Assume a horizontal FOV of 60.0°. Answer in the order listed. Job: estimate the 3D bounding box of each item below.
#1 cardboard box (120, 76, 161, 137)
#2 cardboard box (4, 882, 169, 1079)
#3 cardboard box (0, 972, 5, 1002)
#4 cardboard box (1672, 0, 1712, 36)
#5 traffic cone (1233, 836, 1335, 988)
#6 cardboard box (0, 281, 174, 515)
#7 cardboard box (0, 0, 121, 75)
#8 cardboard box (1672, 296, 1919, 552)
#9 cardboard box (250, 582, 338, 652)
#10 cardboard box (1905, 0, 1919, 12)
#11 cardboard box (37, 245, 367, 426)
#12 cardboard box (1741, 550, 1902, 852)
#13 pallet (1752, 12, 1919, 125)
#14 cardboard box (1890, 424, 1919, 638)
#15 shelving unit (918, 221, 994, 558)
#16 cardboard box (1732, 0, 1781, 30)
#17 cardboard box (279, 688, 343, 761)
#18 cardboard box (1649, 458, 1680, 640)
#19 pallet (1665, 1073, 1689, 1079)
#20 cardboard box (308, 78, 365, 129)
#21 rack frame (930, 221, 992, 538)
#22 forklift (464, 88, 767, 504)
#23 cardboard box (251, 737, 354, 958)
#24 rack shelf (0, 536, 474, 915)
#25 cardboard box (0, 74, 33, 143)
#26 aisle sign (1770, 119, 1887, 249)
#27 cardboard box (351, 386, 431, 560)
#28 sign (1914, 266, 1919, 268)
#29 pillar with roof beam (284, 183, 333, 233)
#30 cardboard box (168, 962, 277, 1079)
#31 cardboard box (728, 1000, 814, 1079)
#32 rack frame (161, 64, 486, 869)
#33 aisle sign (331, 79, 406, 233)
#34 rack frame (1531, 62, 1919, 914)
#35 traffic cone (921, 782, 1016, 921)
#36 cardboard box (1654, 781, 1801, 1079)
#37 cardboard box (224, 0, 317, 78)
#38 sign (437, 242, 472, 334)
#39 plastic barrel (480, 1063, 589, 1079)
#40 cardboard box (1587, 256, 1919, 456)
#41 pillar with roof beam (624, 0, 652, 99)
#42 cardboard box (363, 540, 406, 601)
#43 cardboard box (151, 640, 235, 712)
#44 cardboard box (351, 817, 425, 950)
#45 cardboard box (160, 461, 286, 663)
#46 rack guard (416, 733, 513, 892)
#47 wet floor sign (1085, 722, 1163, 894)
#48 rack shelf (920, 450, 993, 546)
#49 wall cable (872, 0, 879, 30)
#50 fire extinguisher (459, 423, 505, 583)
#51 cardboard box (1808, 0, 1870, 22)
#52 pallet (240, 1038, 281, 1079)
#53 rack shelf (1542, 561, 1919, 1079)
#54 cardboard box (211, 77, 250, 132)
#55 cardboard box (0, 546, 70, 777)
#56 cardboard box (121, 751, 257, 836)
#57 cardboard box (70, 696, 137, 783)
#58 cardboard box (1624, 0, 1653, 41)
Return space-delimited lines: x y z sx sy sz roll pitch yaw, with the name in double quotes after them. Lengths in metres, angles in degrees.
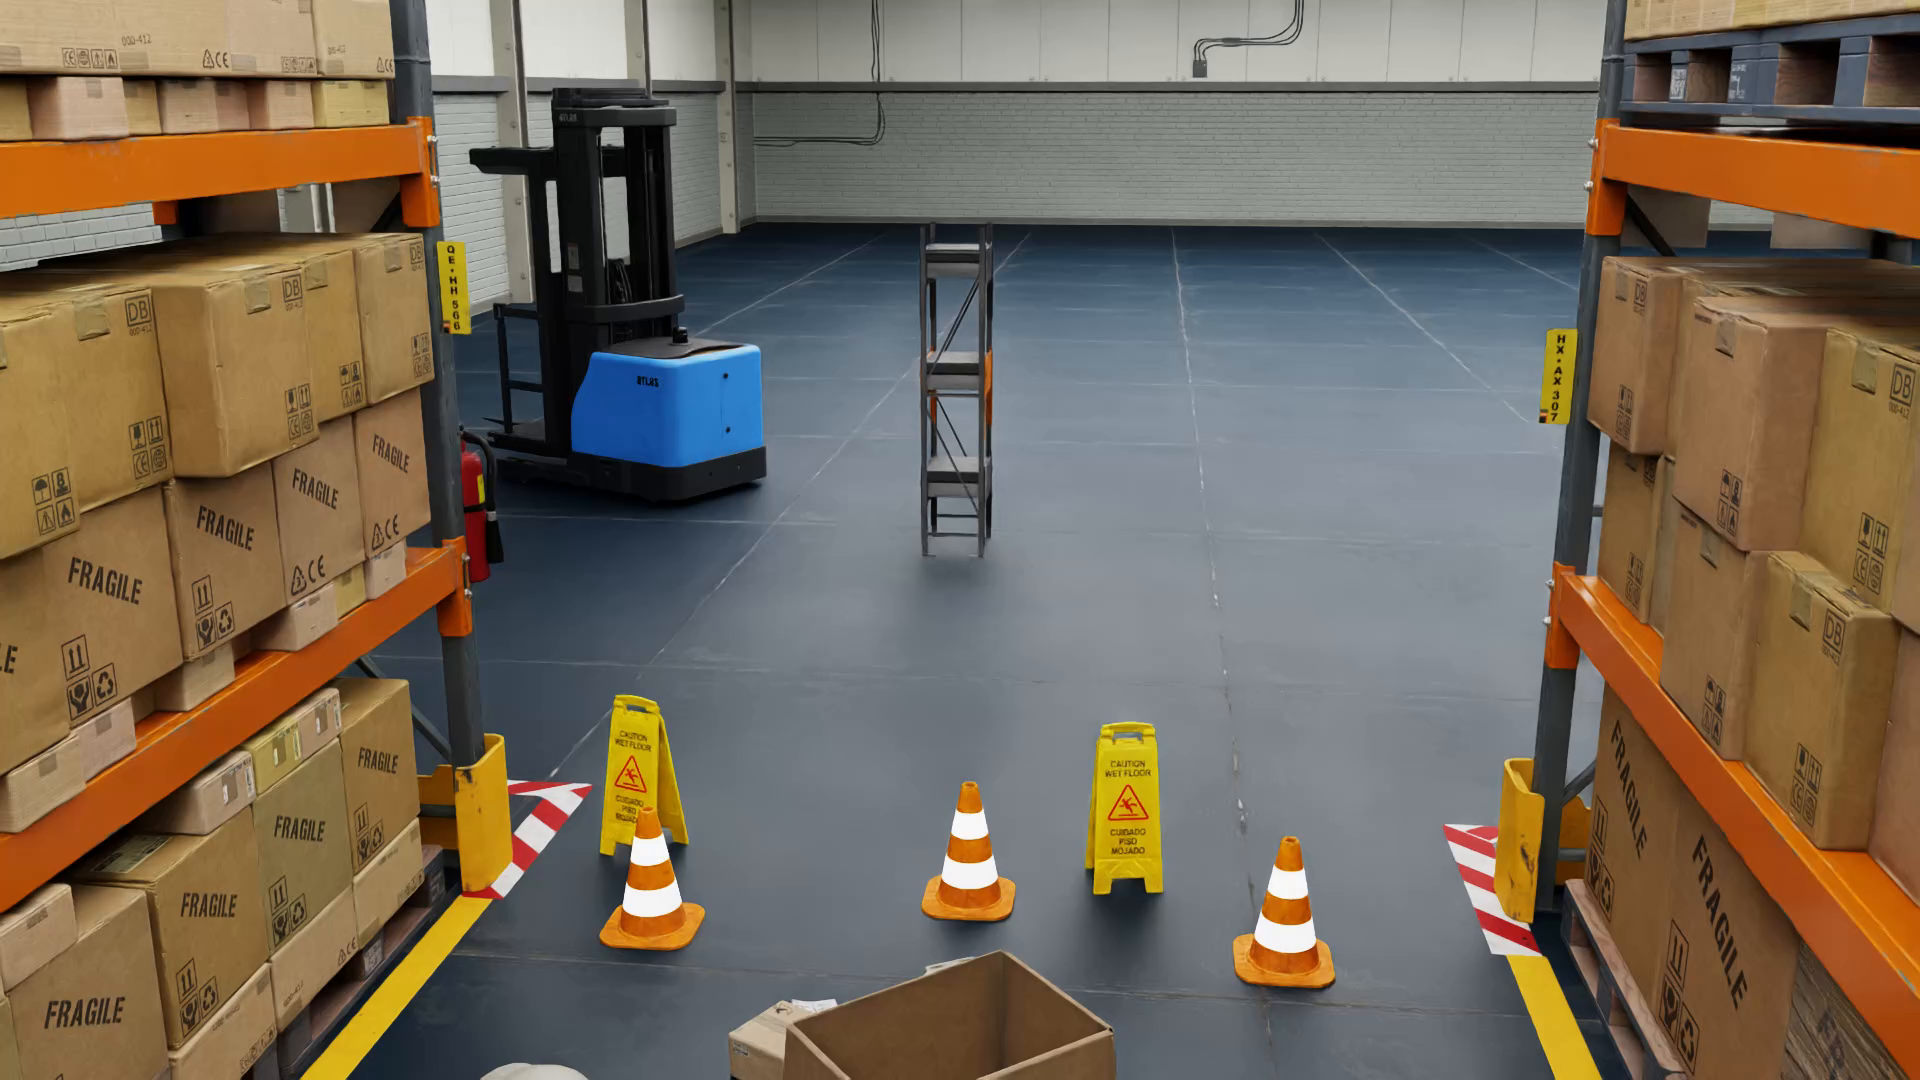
-2.276 -1.097 4.207 0.380 0.149 0.250 1 15 5 "cardboard box"
-2.349 1.179 4.081 0.500 0.500 0.500 3 15 9 "cardboard box"
-2.328 0.976 3.591 0.380 0.149 0.250 2 15 8 "cardboard box"
2.175 -1.450 4.516 0.380 0.149 0.250 2 15 6 "cardboard box"
1.118 1.238 5.698 0.336 0.463 0.334 2 15 6 "traffic cone"
-2.396 -0.346 4.019 0.700 0.500 0.500 2 15 6 "cardboard box"
-2.297 -1.185 3.767 0.500 0.250 0.500 2 15 7 "cardboard box"
2.340 -0.295 4.149 0.875 0.550 0.550 2 15 6 "cardboard box"
-2.138 0.225 5.065 0.380 0.149 0.250 2 15 7 "cardboard box"
2.003 -1.057 3.064 0.380 0.149 0.250 2 15 6 "cardboard box"
-2.246 -0.607 4.983 0.700 0.500 0.500 2 15 7 "cardboard box"
2.345 0.366 3.775 0.875 0.550 0.500 2 15 6 "cardboard box"
2.380 -0.978 3.455 1.003 0.211 1.213 2 15 6 "pallet"
2.357 -0.016 3.117 0.875 0.550 0.550 2 15 6 "cardboard box"
-0.019 -0.971 10.729 0.431 2.100 0.503 2 15 6 "shelving unit"
2.118 -1.319 4.032 0.380 0.149 0.250 2 15 6 "cardboard box"
-2.147 0.560 5.129 0.380 0.149 0.250 2 15 8 "cardboard box"
2.552 0.086 4.811 0.875 0.550 0.550 2 15 6 "cardboard box"
2.436 1.789 4.143 1.003 0.211 1.213 2 15 6 "pallet"
-2.099 -1.363 5.190 0.380 0.149 0.250 2 15 7 "cardboard box"
0.009 -1.034 10.963 0.400 2.100 0.015 2 15 6 "rack frame"
-2.979 -1.957 12.783 3.031 2.935 1.130 10 18 33 "forklift"
-2.228 0.911 5.072 0.500 0.500 0.500 2 15 8 "cardboard box"
-2.567 0.664 4.339 1.077 0.370 4.000 2 15 6 "rack shelf"
-2.338 -0.966 3.722 0.380 0.149 0.250 2 15 7 "cardboard box"
2.895 -1.347 5.417 0.394 0.787 0.004 2 15 6 "aisle sign"
-2.128 -0.245 5.561 0.500 0.500 0.500 1 15 5 "cardboard box"
3.126 -0.736 5.467 0.100 0.325 0.005 2 15 6 "sign"
-2.616 -6.075 16.389 9.100 9.000 0.400 2 15 6 "pillar with roof beam"
-2.285 1.410 4.664 0.500 0.250 0.500 1 15 4 "cardboard box"
-0.482 1.573 5.059 0.380 0.149 0.250 11 19 35 "cardboard box"
-2.341 -0.202 6.163 1.000 3.000 0.127 2 15 6 "rack frame"
-2.046 -1.465 5.852 0.394 0.787 0.004 2 15 6 "aisle sign"
2.589 -0.083 5.721 1.000 3.000 0.127 2 15 6 "rack frame"
0.034 1.116 6.147 0.336 0.463 0.334 2 15 6 "traffic cone"
2.481 1.146 4.442 0.875 0.875 0.875 1 15 5 "cardboard box"
-2.202 -1.451 4.751 0.500 0.250 0.500 1 15 5 "cardboard box"
-1.792 -0.892 5.891 0.100 0.325 0.005 2 15 6 "sign"
-1.070 1.622 4.354 0.421 0.421 0.512 -14 20 -42 "plastic barrel"
2.509 -0.581 5.209 0.875 0.550 0.550 2 15 6 "cardboard box"
-1.262 -9.187 27.899 9.100 9.000 0.400 2 15 6 "pillar with roof beam"
-2.089 0.091 5.559 0.380 0.149 0.250 2 15 6 "cardboard box"
-2.245 0.356 4.580 0.380 0.149 0.250 2 15 6 "cardboard box"
-2.168 1.146 5.640 0.500 0.250 0.500 2 15 6 "cardboard box"
-2.249 0.014 4.602 0.500 0.500 0.500 2 15 6 "cardboard box"
-2.349 1.024 6.417 1.175 0.500 0.348 2 15 6 "rack guard"
0.625 0.988 6.272 0.267 0.644 0.232 -1 15 -3 "wet floor sign"
-0.019 -0.282 10.915 0.431 0.518 0.480 2 15 6 "rack shelf"
-0.528 -12.455 36.256 3.097 2.526 0.112 2 15 6 "wall cable"
-1.870 -0.181 6.233 0.296 0.674 0.183 2 15 6 "fire extinguisher"
2.061 -1.188 3.546 0.380 0.149 0.250 2 15 7 "cardboard box"
-2.616 1.689 4.512 1.003 0.211 1.213 2 15 6 "pallet"
2.363 0.783 3.897 1.077 0.370 4.000 2 15 6 "rack shelf"
-2.257 -1.231 4.703 0.380 0.149 0.250 2 15 7 "cardboard box"
-2.363 0.277 3.631 0.500 0.500 0.500 2 15 6 "cardboard box"
-2.210 0.693 4.635 0.380 0.149 0.250 2 15 9 "cardboard box"
-2.284 0.487 4.097 0.380 0.149 0.250 2 15 6 "cardboard box"
2.232 -1.581 5.001 0.380 0.149 0.250 2 15 7 "cardboard box"
